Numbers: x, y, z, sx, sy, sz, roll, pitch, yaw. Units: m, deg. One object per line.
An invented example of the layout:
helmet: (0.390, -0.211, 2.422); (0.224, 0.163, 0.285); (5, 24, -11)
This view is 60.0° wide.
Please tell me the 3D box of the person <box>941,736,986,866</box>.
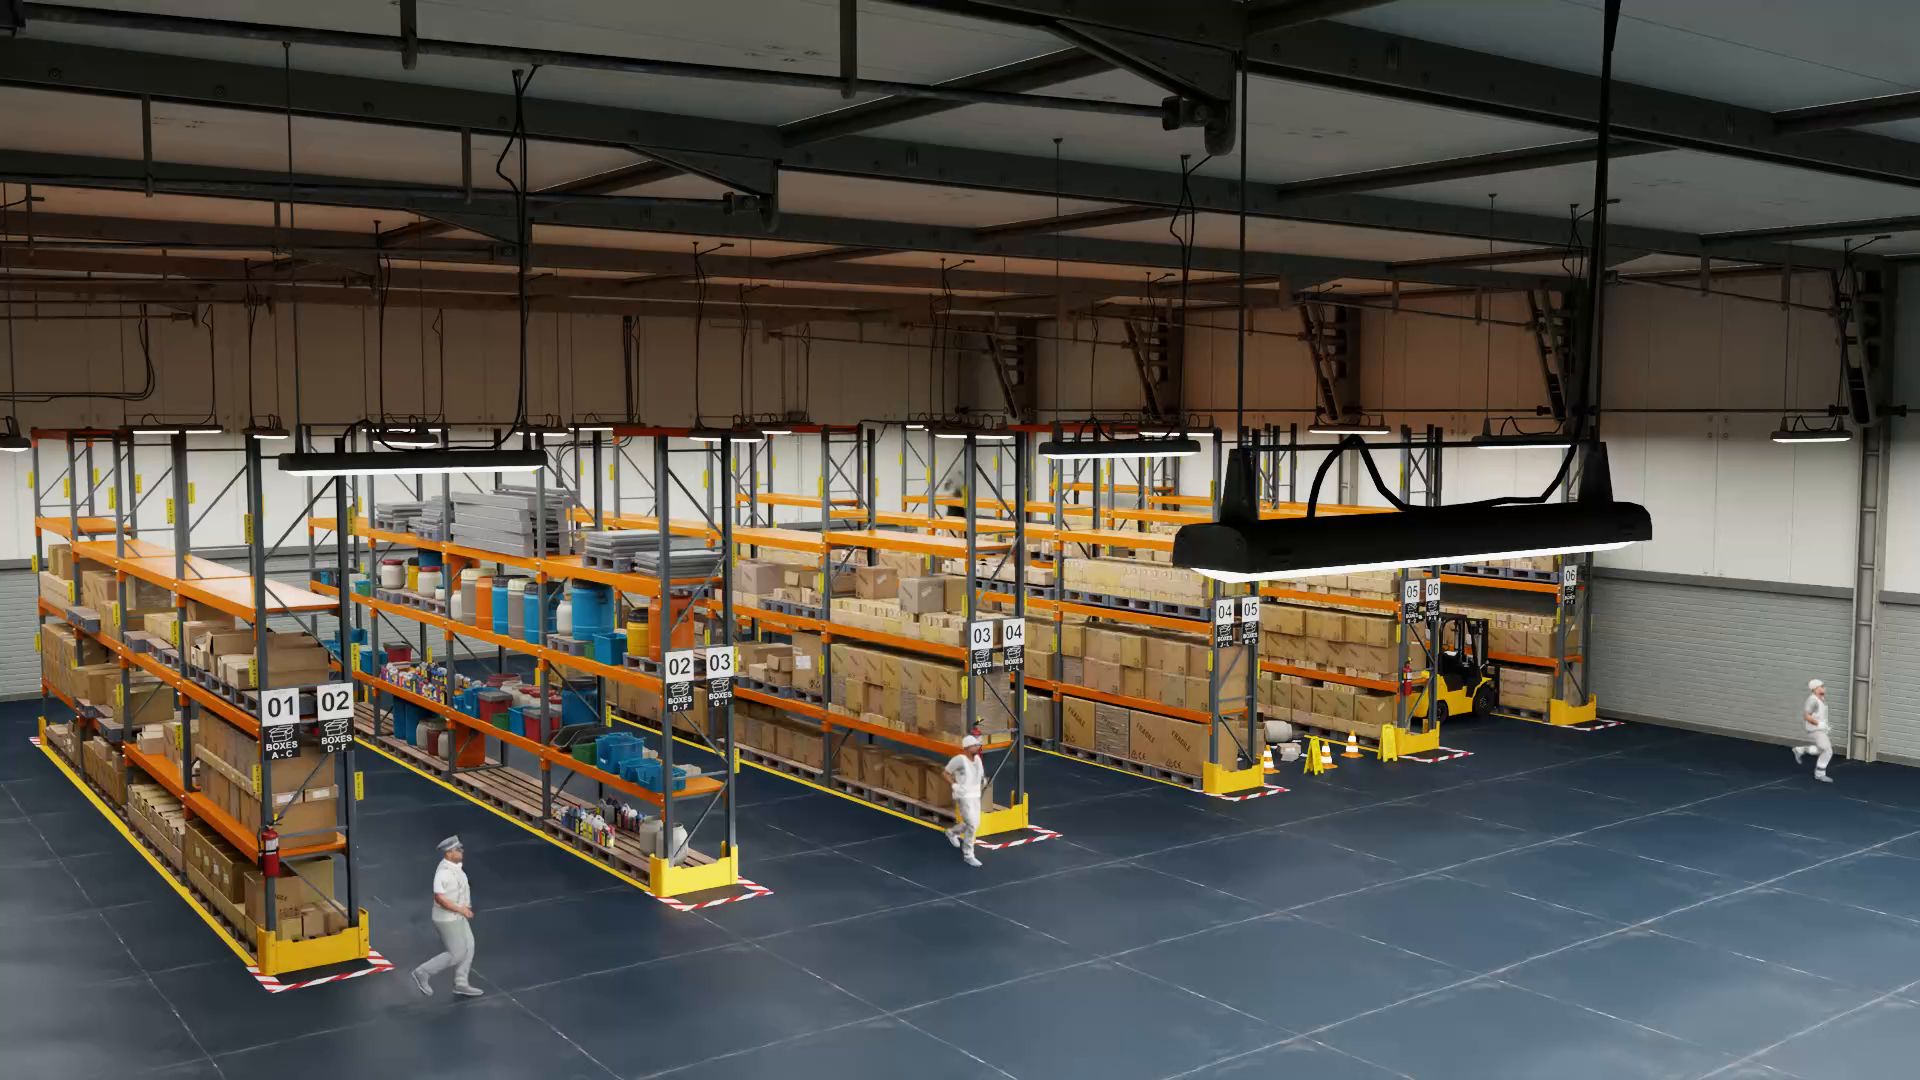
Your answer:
person: (0.113, 3.638, 23.496); (0.880, 1.744, 0.715); (4, 6, 39)

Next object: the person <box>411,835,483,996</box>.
person: (-5.532, 4.057, 17.925); (0.726, 1.771, 0.689); (-1, 5, -9)

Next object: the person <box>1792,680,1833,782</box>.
person: (14.620, 3.242, 28.489); (0.675, 1.725, 0.676); (4, 6, 38)

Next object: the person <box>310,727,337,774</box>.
person: (-10.309, 3.367, 26.952); (0.710, 1.697, 0.563); (-4, 6, -41)
